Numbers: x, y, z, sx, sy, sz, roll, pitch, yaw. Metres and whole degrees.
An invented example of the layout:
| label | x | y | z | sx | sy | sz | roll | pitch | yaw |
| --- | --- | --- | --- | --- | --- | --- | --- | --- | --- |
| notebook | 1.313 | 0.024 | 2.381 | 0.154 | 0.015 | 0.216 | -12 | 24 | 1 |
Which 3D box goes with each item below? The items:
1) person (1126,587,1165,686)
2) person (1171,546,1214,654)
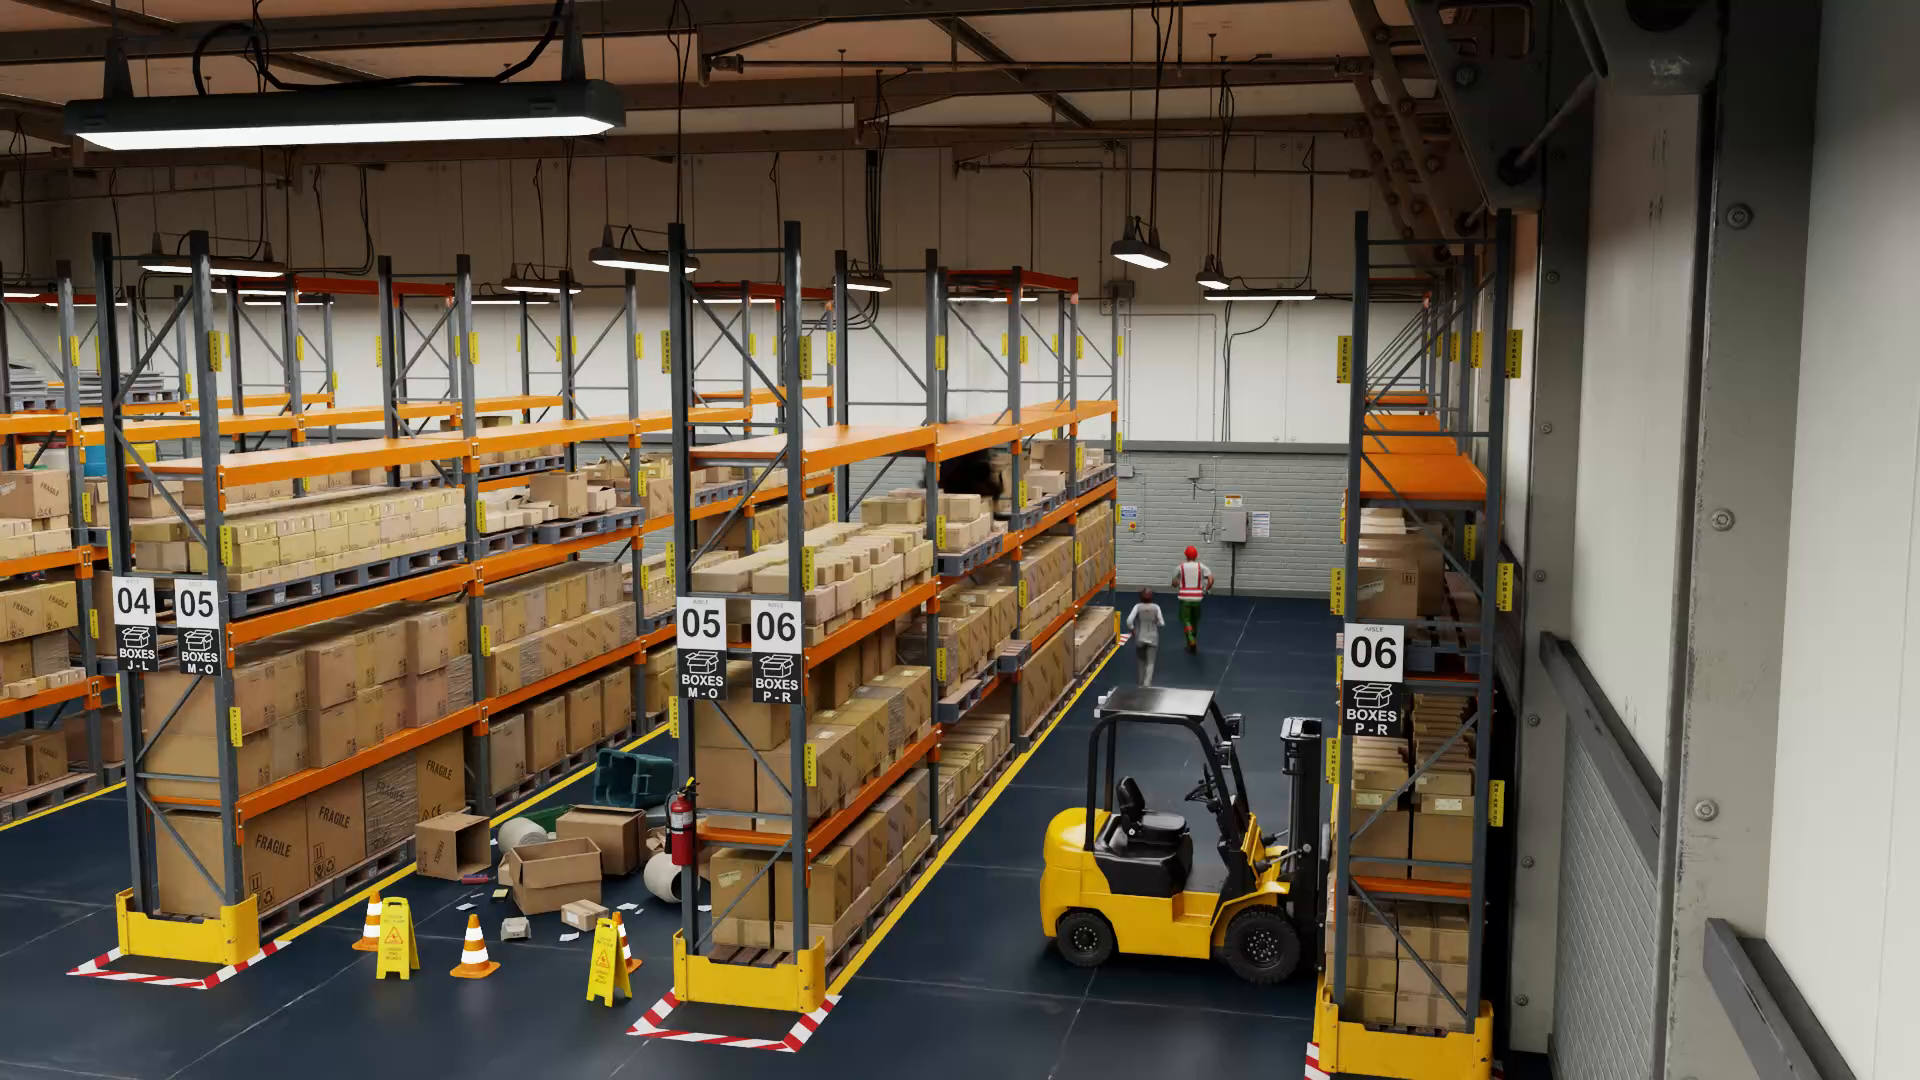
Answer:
| label | x | y | z | sx | sy | sz | roll | pitch | yaw |
| --- | --- | --- | --- | --- | --- | --- | --- | --- | --- |
| person | 2.658 | 1.469 | 23.667 | 0.514 | 1.611 | 0.781 | 1 | 7 | 11 |
| person | 3.739 | 0.982 | 26.940 | 0.653 | 1.790 | 0.963 | 0 | 7 | -3 |
